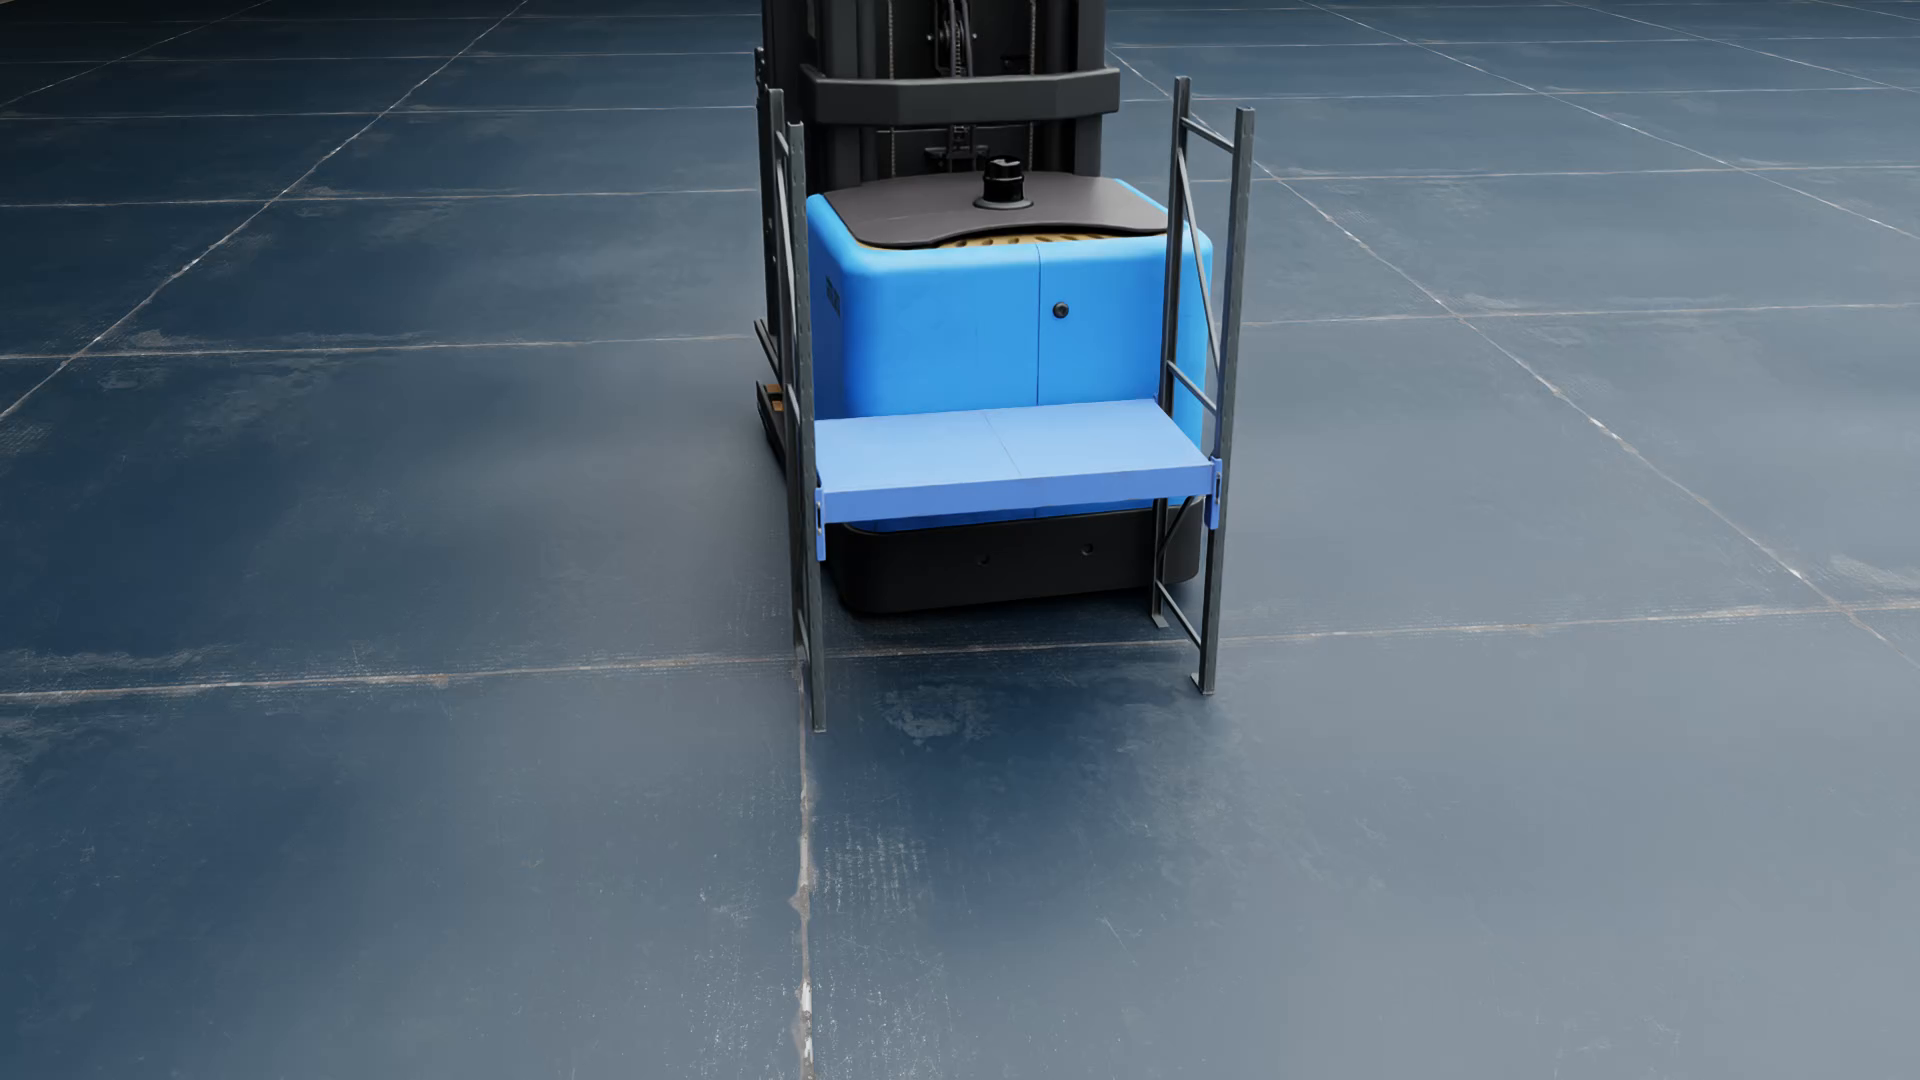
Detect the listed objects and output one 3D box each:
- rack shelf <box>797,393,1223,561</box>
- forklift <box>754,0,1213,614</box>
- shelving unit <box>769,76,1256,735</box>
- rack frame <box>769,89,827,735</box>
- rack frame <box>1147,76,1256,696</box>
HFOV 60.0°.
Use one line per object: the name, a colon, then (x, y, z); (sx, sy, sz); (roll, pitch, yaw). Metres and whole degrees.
rack shelf: (0.102, -0.175, 4.239); (1.000, 0.185, 0.538); (-5, 24, -10)
forklift: (-0.136, -1.707, 5.482); (1.130, 2.935, 3.031); (-5, 25, -12)
shelving unit: (0.102, -0.339, 4.166); (1.048, 1.500, 0.538); (-5, 24, -10)
rack frame: (-0.397, -0.300, 4.078); (0.032, 1.500, 0.500); (-5, 24, -10)
rack frame: (0.601, -0.378, 4.255); (0.032, 1.500, 0.500); (-5, 24, -10)
